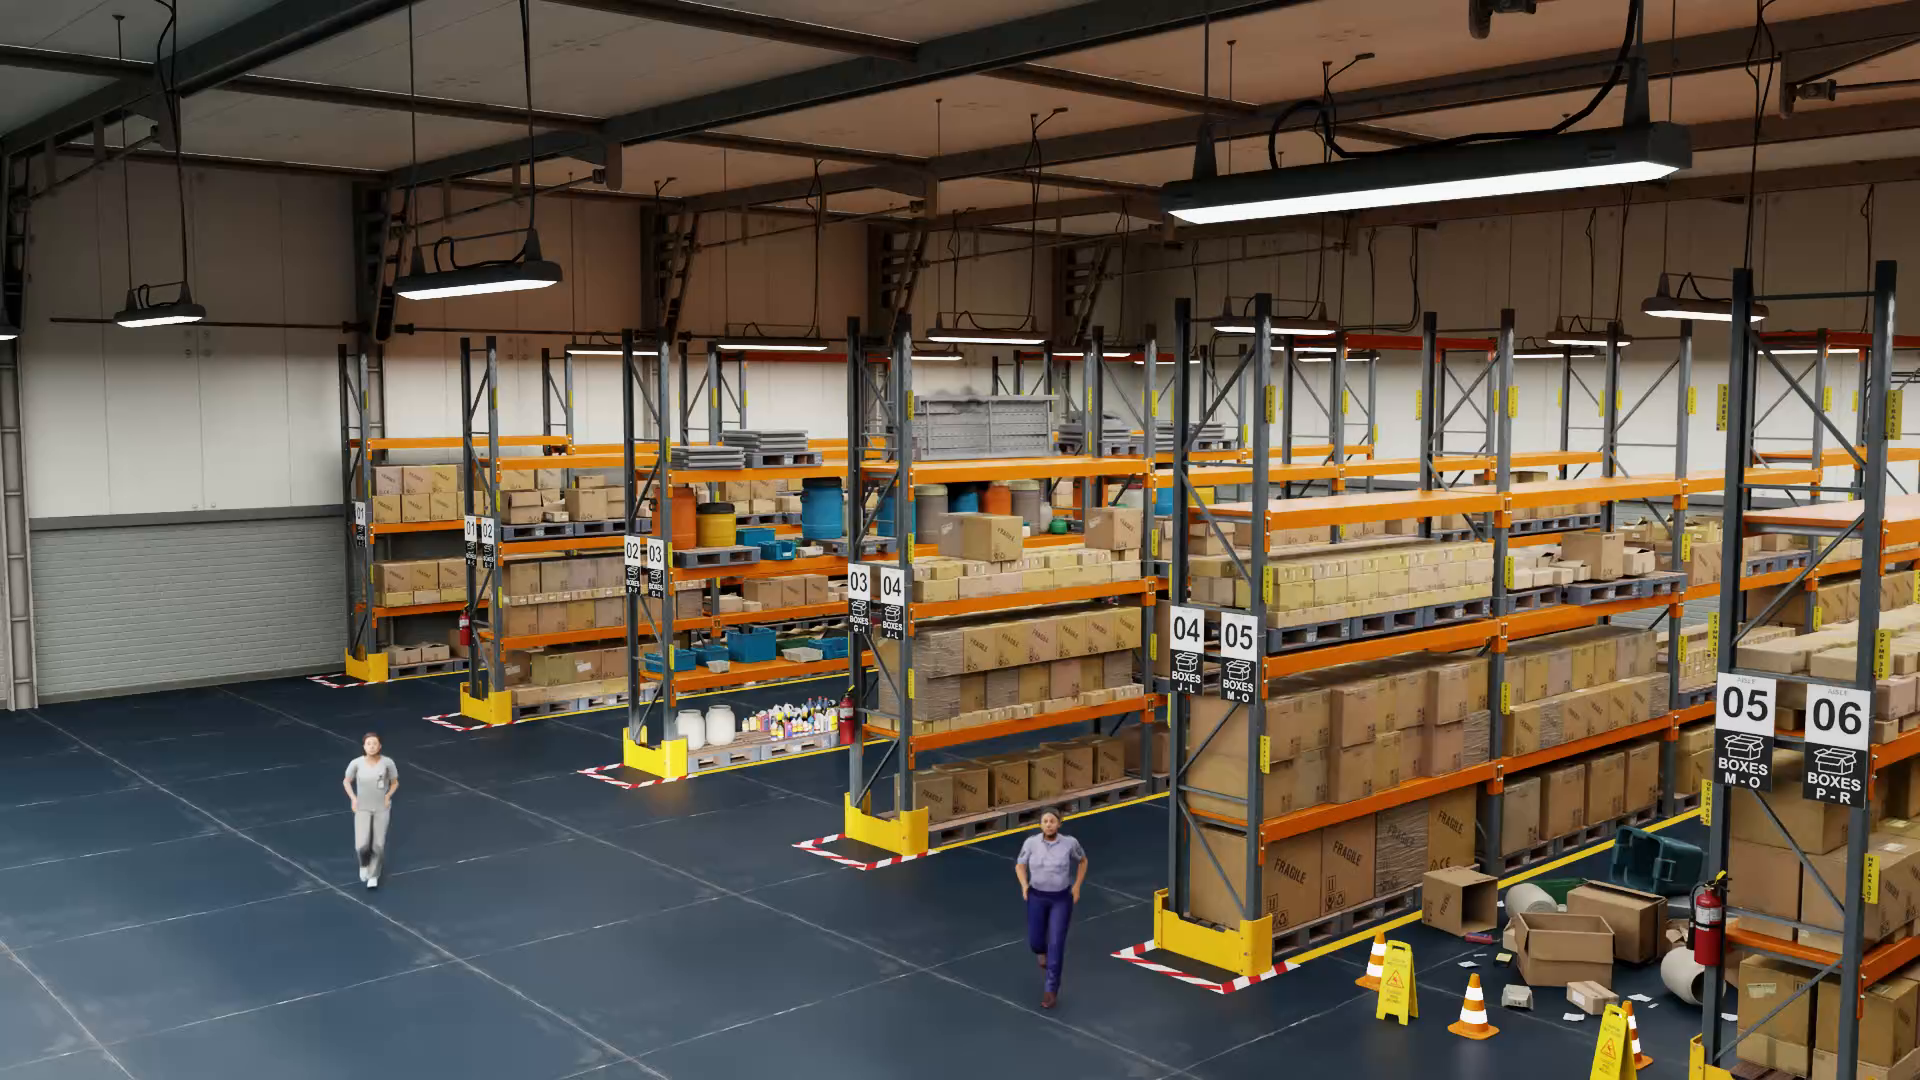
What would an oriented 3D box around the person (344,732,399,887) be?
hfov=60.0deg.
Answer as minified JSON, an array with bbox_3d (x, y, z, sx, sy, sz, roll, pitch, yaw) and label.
[{"bbox_3d":[-6.093,2.804,17.241,0.540,1.626,0.544,-2,5,-20],"label":"person"}]

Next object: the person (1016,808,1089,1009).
[{"bbox_3d":[0.784,3.093,14.259,0.617,1.634,0.798,1,5,8],"label":"person"}]
